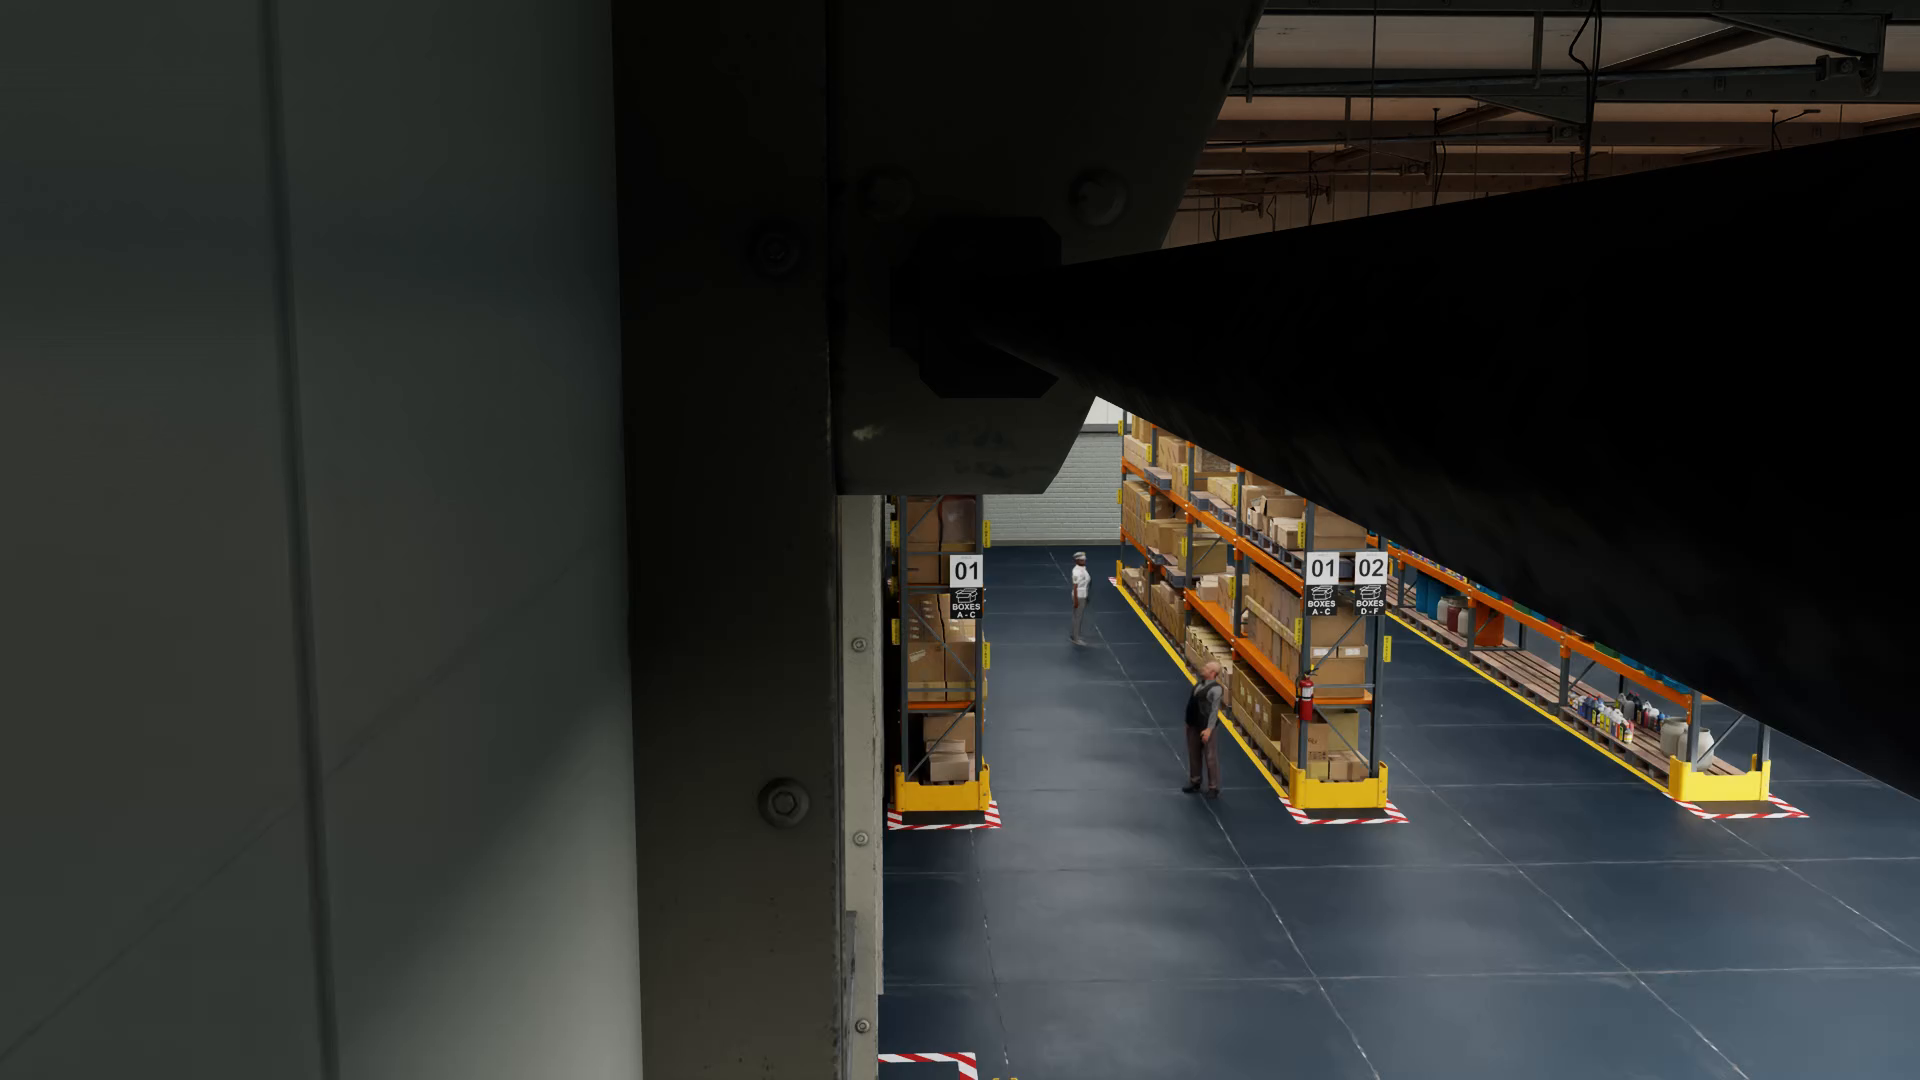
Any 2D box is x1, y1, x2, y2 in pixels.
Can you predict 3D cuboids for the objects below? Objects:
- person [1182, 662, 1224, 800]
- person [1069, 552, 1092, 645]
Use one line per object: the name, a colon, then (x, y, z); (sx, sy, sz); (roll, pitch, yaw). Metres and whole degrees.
person: (3.088, 2.399, 21.125); (0.448, 1.734, 0.555); (-8, 11, -42)
person: (2.186, 1.054, 30.275); (0.397, 1.711, 0.508); (3, 9, 17)
